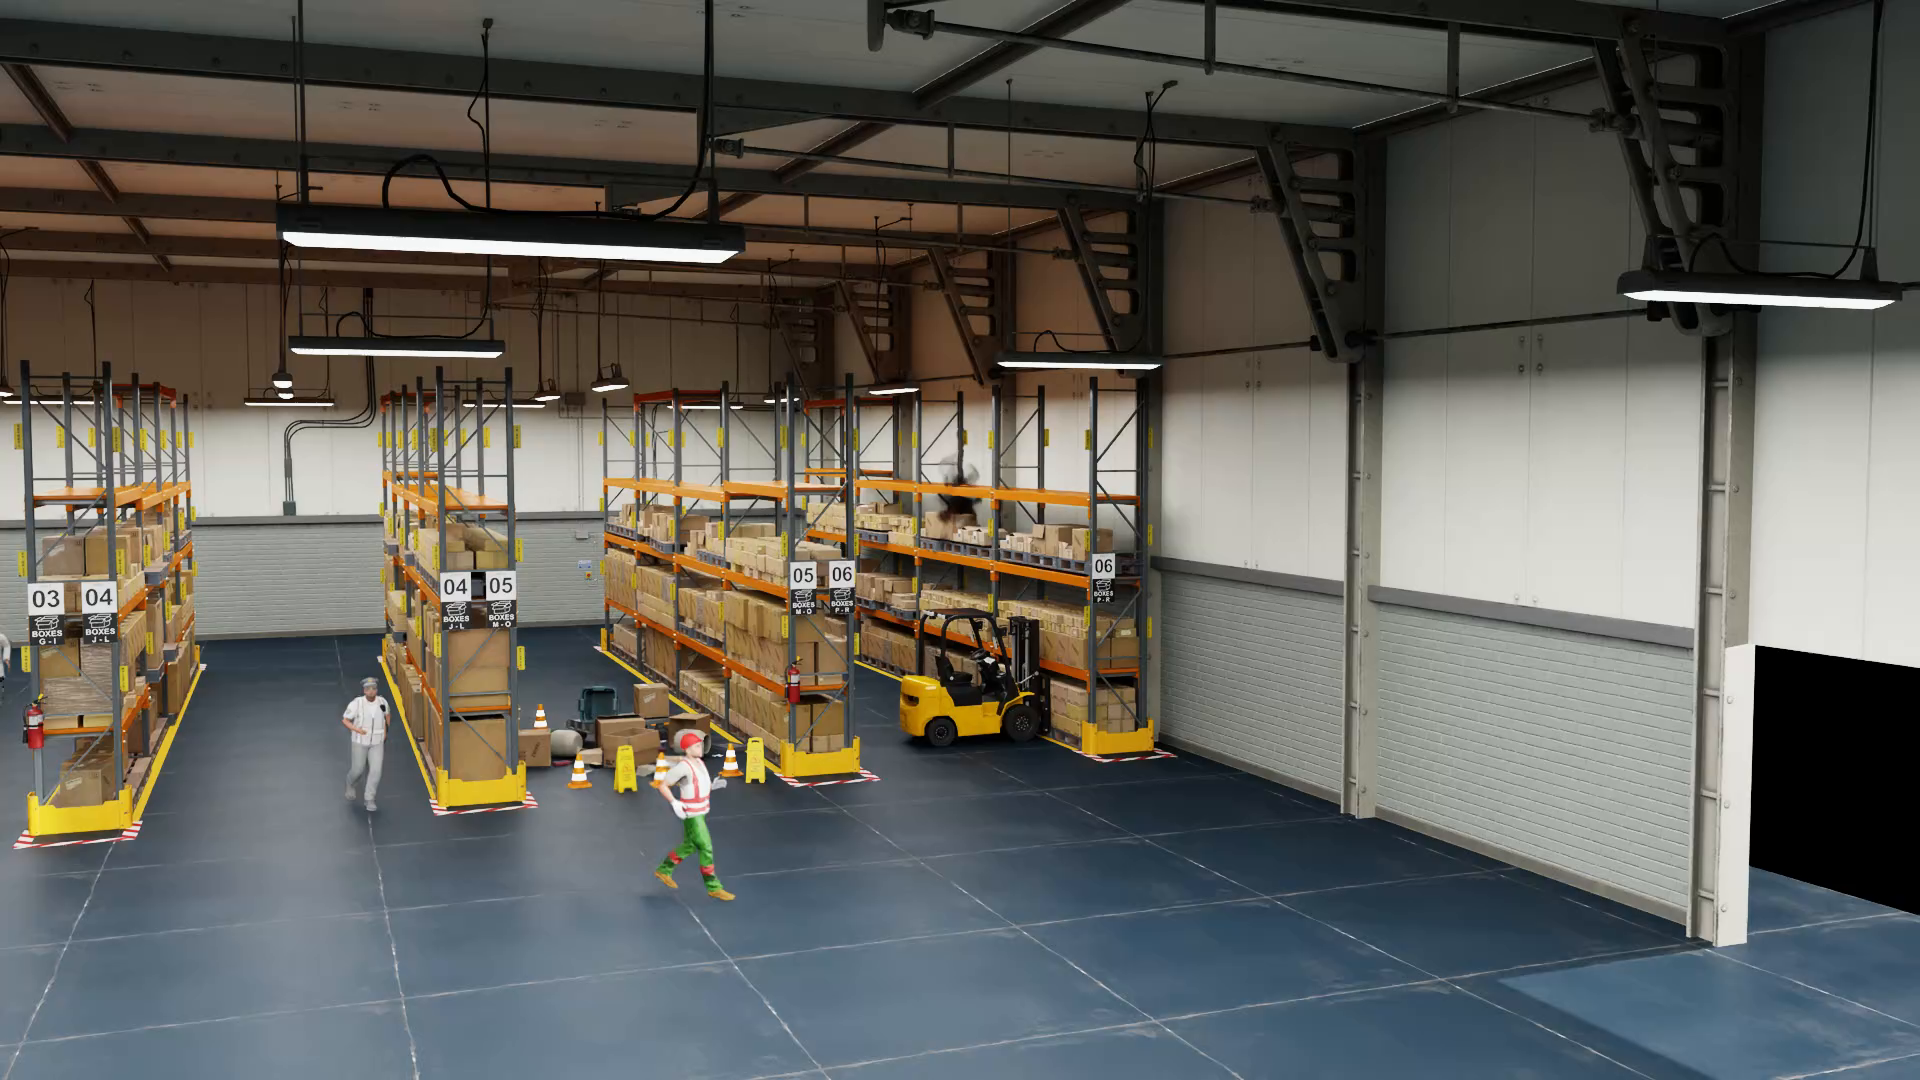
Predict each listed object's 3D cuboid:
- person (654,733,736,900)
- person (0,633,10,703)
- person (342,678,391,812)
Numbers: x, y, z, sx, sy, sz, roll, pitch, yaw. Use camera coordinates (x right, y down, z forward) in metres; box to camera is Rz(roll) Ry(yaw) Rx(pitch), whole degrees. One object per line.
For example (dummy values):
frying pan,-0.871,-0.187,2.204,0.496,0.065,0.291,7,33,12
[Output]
person,-2.899,2.987,18.092,0.991,1.781,0.659,1,4,13
person,-17.502,2.317,29.990,0.680,1.737,0.785,-2,4,-31
person,-8.080,2.758,22.725,0.669,1.785,0.819,-2,4,-33
